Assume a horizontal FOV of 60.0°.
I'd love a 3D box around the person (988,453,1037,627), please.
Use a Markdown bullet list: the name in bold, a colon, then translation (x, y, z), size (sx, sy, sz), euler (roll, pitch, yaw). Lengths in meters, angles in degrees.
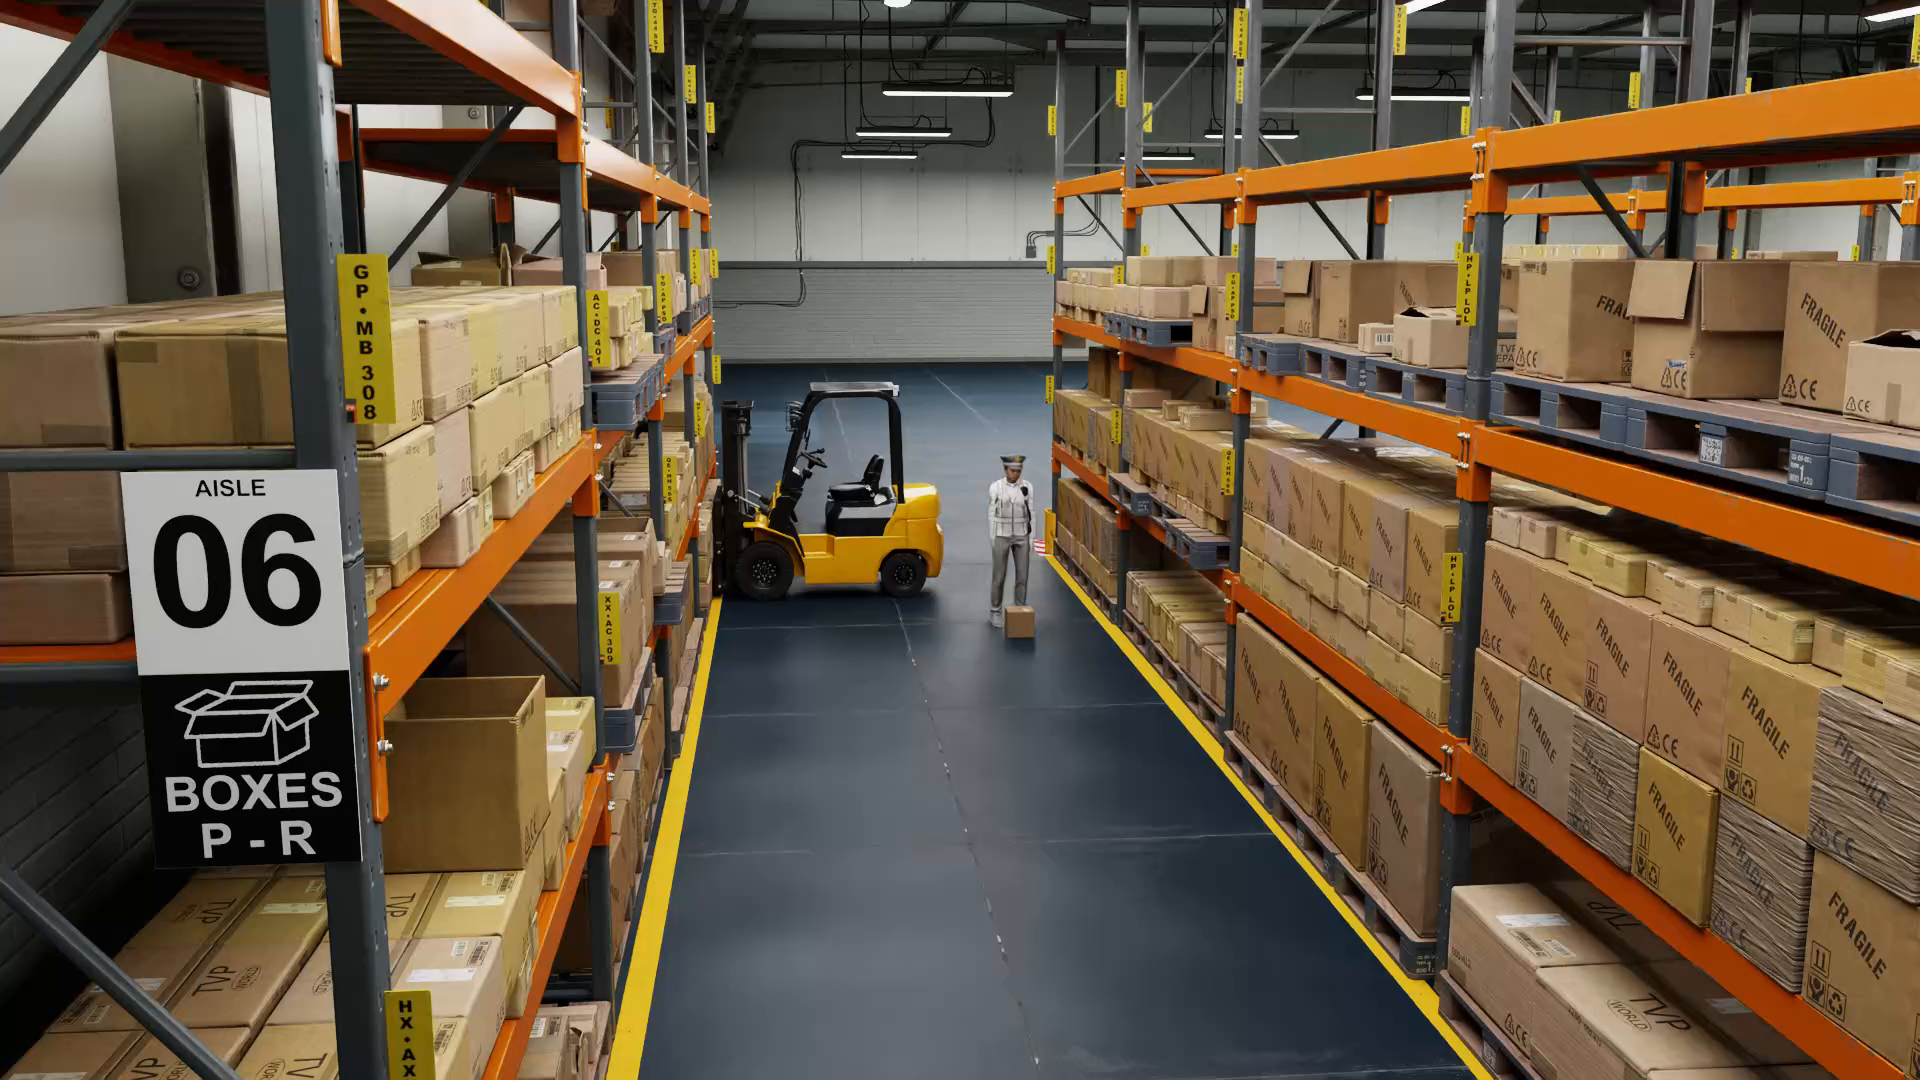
- **person**: translation (0.505, -0.001, 15.940), size (0.467, 1.669, 0.328), euler (-2, 10, -9)
